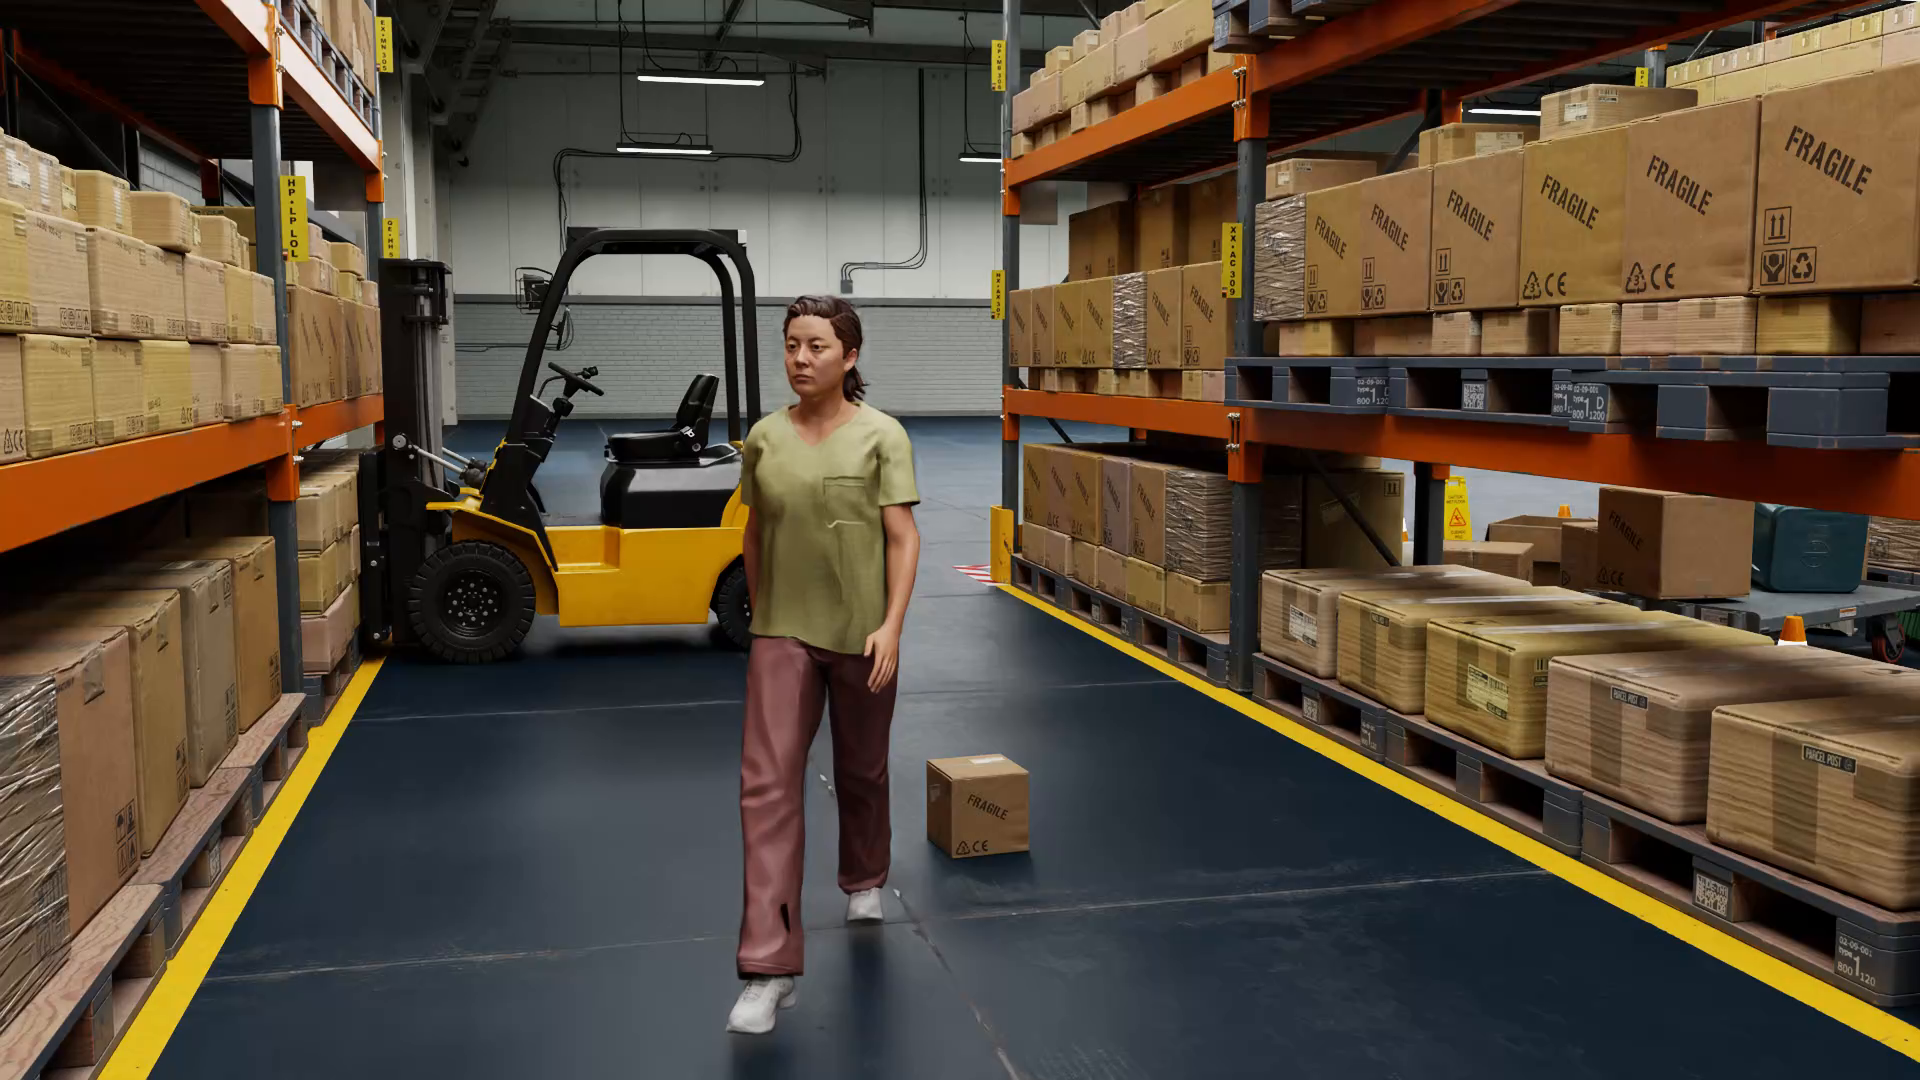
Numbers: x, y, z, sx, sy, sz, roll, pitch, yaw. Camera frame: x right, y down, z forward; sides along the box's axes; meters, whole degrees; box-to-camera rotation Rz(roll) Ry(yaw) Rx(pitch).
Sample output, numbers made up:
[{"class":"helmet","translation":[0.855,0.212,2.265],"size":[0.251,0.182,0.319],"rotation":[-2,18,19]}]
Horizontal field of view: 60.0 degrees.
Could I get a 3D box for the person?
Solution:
[{"class":"person","translation":[-0.322,0.231,3.935],"size":[0.455,1.611,1.029],"rotation":[0,6,4]}]
